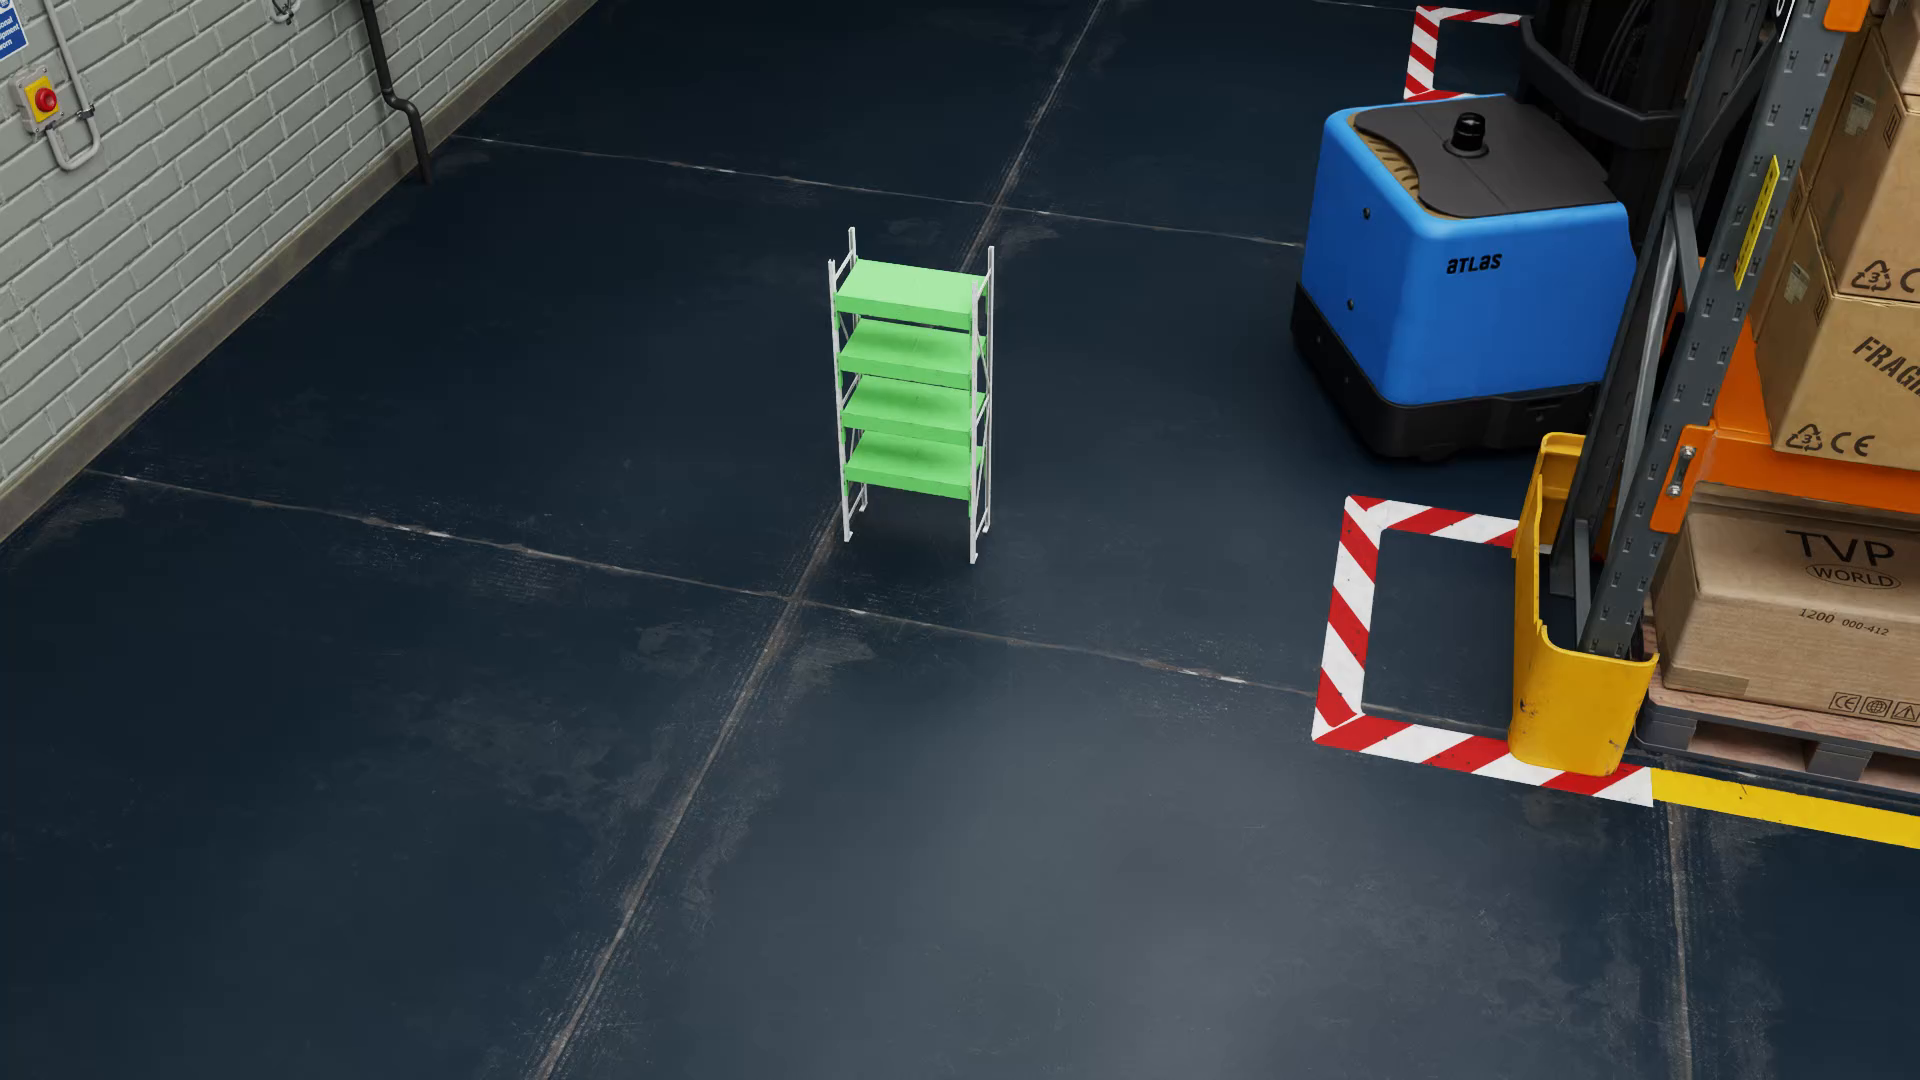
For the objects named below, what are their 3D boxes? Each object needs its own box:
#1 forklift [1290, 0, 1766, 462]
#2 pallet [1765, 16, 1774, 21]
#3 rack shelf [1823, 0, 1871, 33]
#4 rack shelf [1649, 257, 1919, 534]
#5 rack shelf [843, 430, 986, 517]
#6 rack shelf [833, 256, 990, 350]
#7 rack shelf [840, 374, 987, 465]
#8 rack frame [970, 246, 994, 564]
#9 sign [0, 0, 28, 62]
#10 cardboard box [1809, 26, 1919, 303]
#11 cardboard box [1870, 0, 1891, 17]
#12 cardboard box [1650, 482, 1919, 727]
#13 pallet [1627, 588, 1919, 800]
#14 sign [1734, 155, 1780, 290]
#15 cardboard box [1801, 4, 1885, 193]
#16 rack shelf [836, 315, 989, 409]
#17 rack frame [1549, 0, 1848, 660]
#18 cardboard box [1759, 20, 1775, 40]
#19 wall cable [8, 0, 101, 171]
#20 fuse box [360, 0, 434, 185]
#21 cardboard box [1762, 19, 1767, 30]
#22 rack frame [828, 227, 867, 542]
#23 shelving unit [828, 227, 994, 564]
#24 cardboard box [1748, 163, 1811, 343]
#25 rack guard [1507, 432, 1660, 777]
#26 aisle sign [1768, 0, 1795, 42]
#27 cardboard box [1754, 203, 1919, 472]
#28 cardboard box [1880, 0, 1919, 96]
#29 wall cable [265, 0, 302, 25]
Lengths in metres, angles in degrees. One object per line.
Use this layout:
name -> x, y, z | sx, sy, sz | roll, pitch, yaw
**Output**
forklift -> 3.006, -1.913, 6.248 | 3.031, 2.935, 1.130 | -8, 41, -9
pallet -> 4.242, -2.636, 9.225 | 1.213, 0.211, 1.003 | 10, 41, 11
rack shelf -> 4.051, -1.305, 3.699 | 4.000, 0.370, 1.077 | 10, 41, 11
rack shelf -> 4.051, -0.157, 4.663 | 4.000, 0.370, 1.077 | 10, 41, 11
rack shelf -> -0.160, -0.254, 6.092 | 0.480, 0.148, 0.258 | 10, 41, 11
rack shelf -> -0.160, -0.806, 5.629 | 0.480, 0.148, 0.258 | 10, 41, 11
rack shelf -> -0.160, -0.438, 5.938 | 0.480, 0.148, 0.258 | 10, 41, 11
rack frame -> 0.076, -0.446, 5.849 | 0.015, 1.200, 0.240 | 10, 41, 11
sign -> -3.406, -1.771, 5.816 | 0.001, 0.218, 0.327 | 10, 41, 11
cardboard box -> 2.509, -0.929, 4.168 | 0.500, 0.500, 0.500 | 9, 41, 10
cardboard box -> 2.517, -1.499, 4.343 | 0.250, 0.149, 0.380 | 10, 41, 12
cardboard box -> 2.782, 0.103, 5.460 | 0.875, 0.438, 0.875 | 8, 41, 10
pallet -> 2.911, 0.388, 5.624 | 1.213, 0.211, 1.003 | 10, 41, 11
sign -> 1.969, -0.783, 4.115 | 0.005, 0.325, 0.100 | 10, 41, 11
cardboard box -> 2.646, -1.253, 4.555 | 0.500, 0.500, 0.500 | 11, 41, 13
rack shelf -> -0.160, -0.622, 5.784 | 0.480, 0.148, 0.258 | 10, 41, 11
rack frame -> 2.119, -0.764, 4.828 | 0.127, 3.000, 1.000 | 10, 41, 11
cardboard box -> 4.365, -2.663, 8.978 | 0.250, 0.149, 0.380 | 8, 41, 10
wall cable -> -3.335, -2.088, 5.590 | 0.123, 1.953, 0.585 | 10, 41, 11
fuse box -> -2.651, -2.475, 7.866 | 0.414, 1.711, 0.539 | 10, 41, 11
cardboard box -> 3.964, -2.893, 8.977 | 0.637, 0.503, 0.797 | 8, 41, 10
rack frame -> -0.396, -0.528, 5.945 | 0.015, 1.200, 0.240 | 10, 41, 11
shelving unit -> -0.160, -0.487, 5.897 | 0.503, 1.200, 0.258 | 10, 41, 11
cardboard box -> 2.653, -0.887, 4.896 | 0.500, 0.500, 0.500 | 10, 41, 12
rack guard -> 2.095, 0.189, 5.637 | 0.348, 0.500, 1.175 | 10, 41, 11
aisle sign -> 1.974, -1.592, 3.792 | 0.004, 0.787, 0.394 | 10, 41, 11
cardboard box -> 2.508, -0.545, 4.488 | 0.500, 0.500, 0.500 | 9, 41, 11
cardboard box -> 2.390, -1.203, 3.990 | 0.250, 0.149, 0.380 | 11, 41, 12
wall cable -> -2.979, -2.959, 6.651 | 0.122, 1.984, 0.588 | 10, 41, 11
